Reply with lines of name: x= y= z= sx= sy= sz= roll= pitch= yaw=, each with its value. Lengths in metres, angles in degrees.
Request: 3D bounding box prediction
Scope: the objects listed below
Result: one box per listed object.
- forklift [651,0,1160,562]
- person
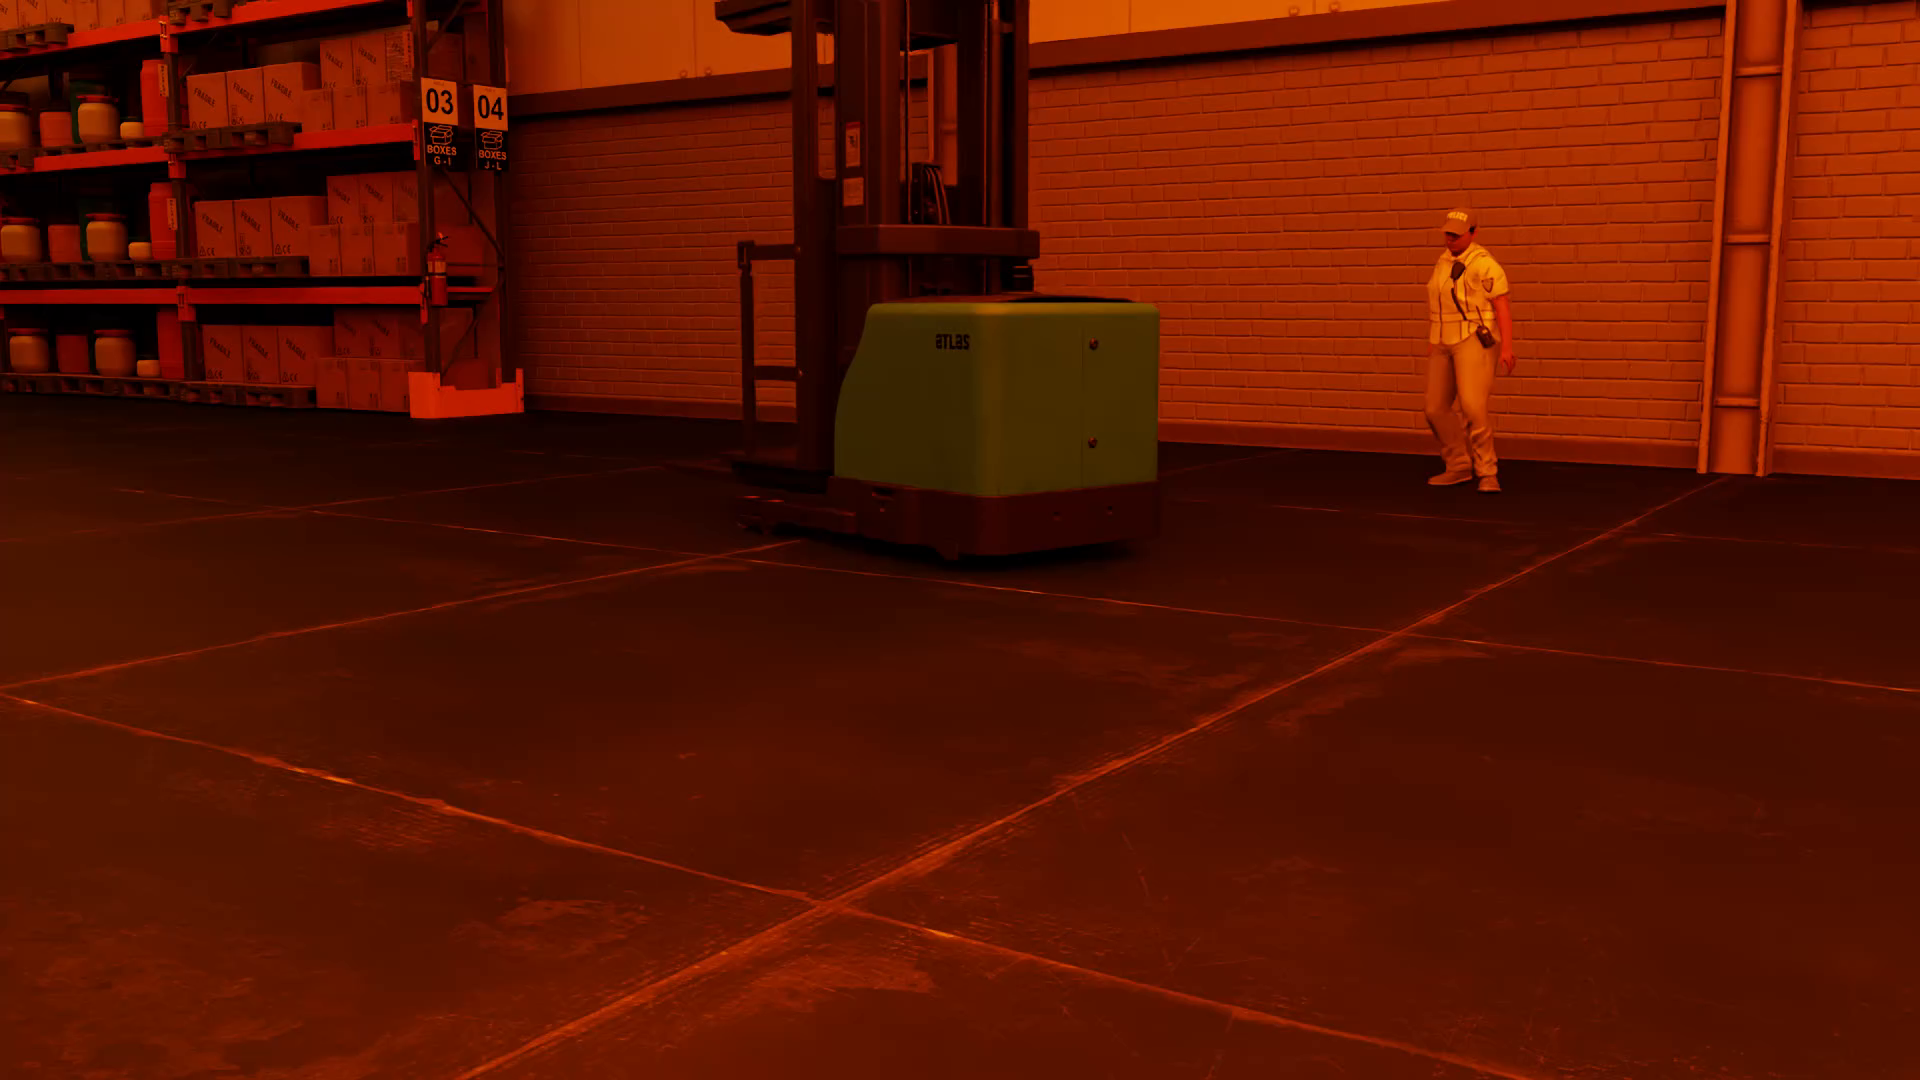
forklift: x=-0.453 y=-1.521 z=7.889 sx=1.130 sy=2.935 sz=3.031 roll=-7 pitch=10 yaw=-39
person: x=2.941 y=-1.115 z=9.720 sx=0.468 sy=1.635 sz=0.822 roll=-4 pitch=9 yaw=-23
